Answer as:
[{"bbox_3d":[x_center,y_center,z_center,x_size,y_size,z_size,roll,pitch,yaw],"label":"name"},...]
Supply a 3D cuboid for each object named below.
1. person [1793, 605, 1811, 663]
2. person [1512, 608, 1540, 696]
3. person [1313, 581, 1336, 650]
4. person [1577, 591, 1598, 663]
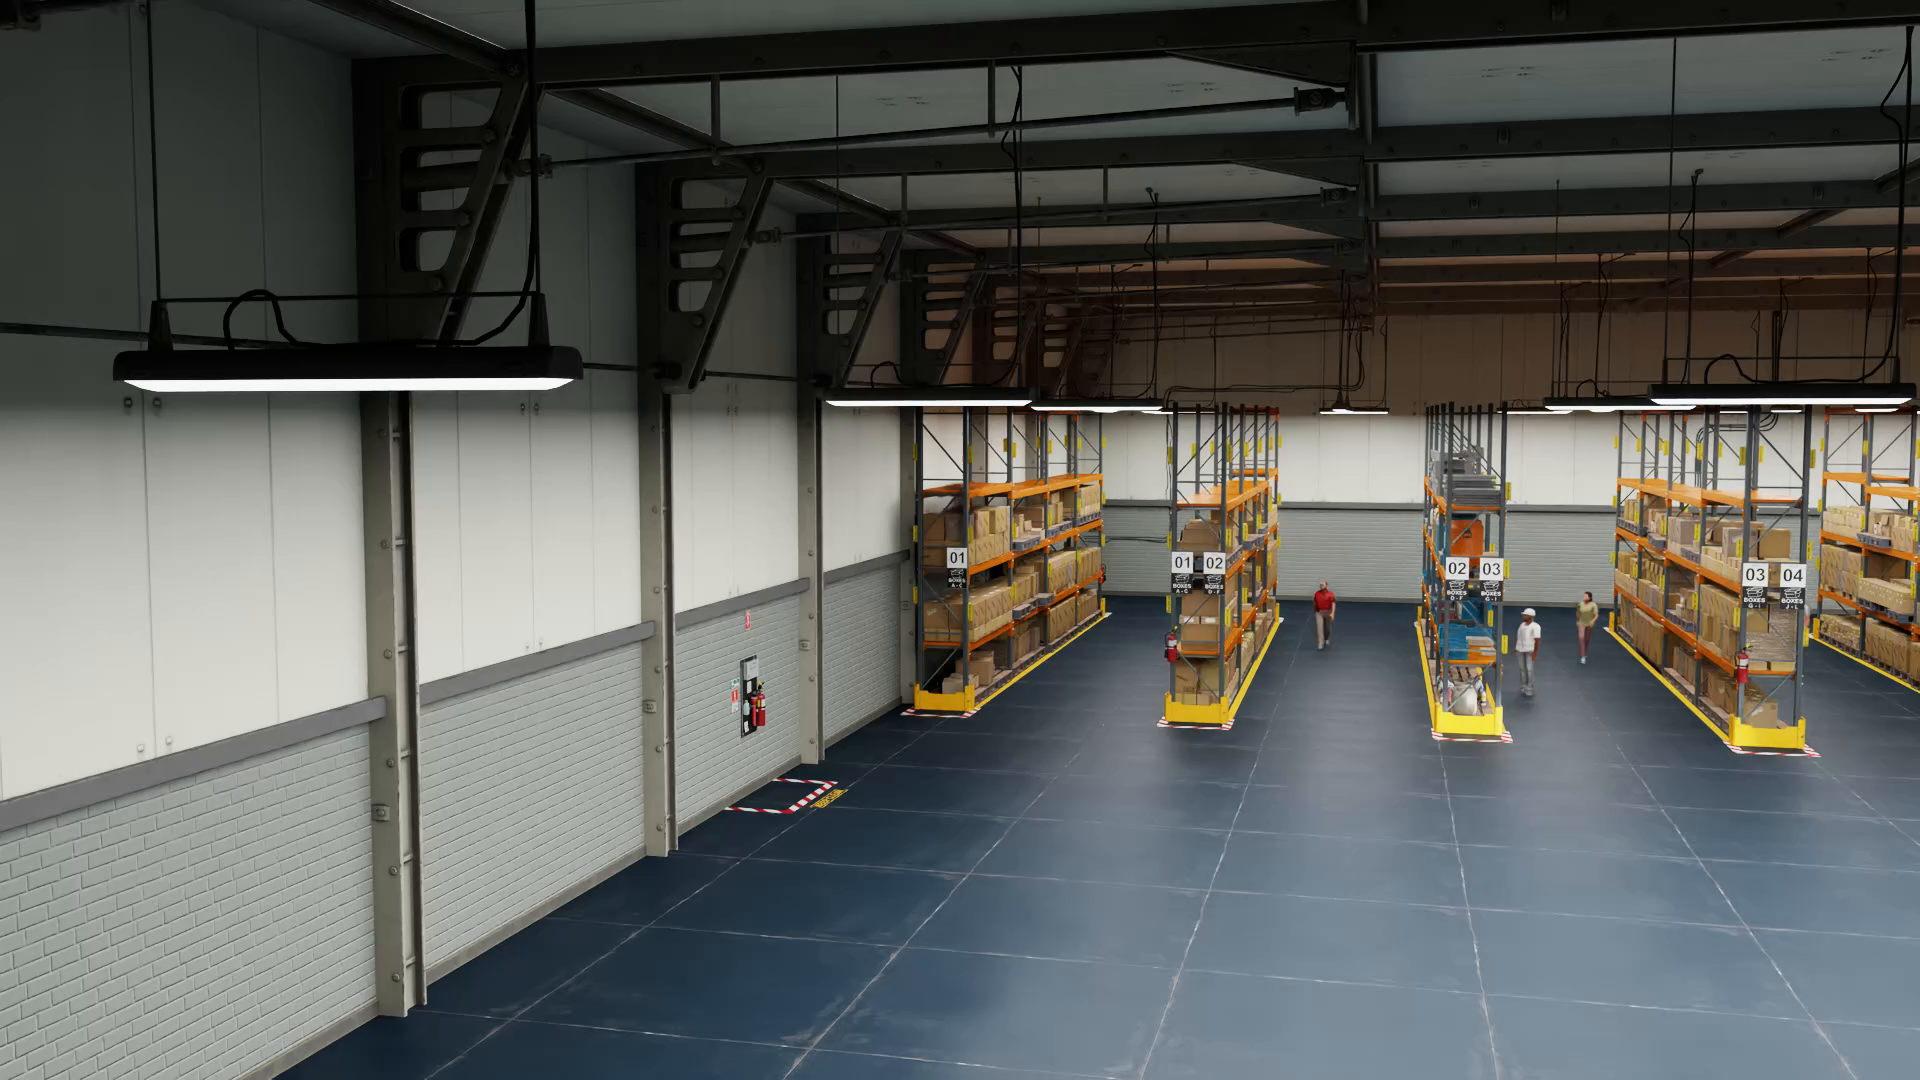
[{"bbox_3d":[19.062,2.041,37.811,0.479,1.737,1.051,1,4,12],"label":"person"},{"bbox_3d":[11.729,2.321,34.468,0.598,1.802,0.558,4,6,43],"label":"person"},{"bbox_3d":[9.018,1.847,41.164,0.531,1.676,1.086,1,4,10],"label":"person"},{"bbox_3d":[14.765,2.028,39.122,0.442,1.648,0.982,1,4,14],"label":"person"}]
